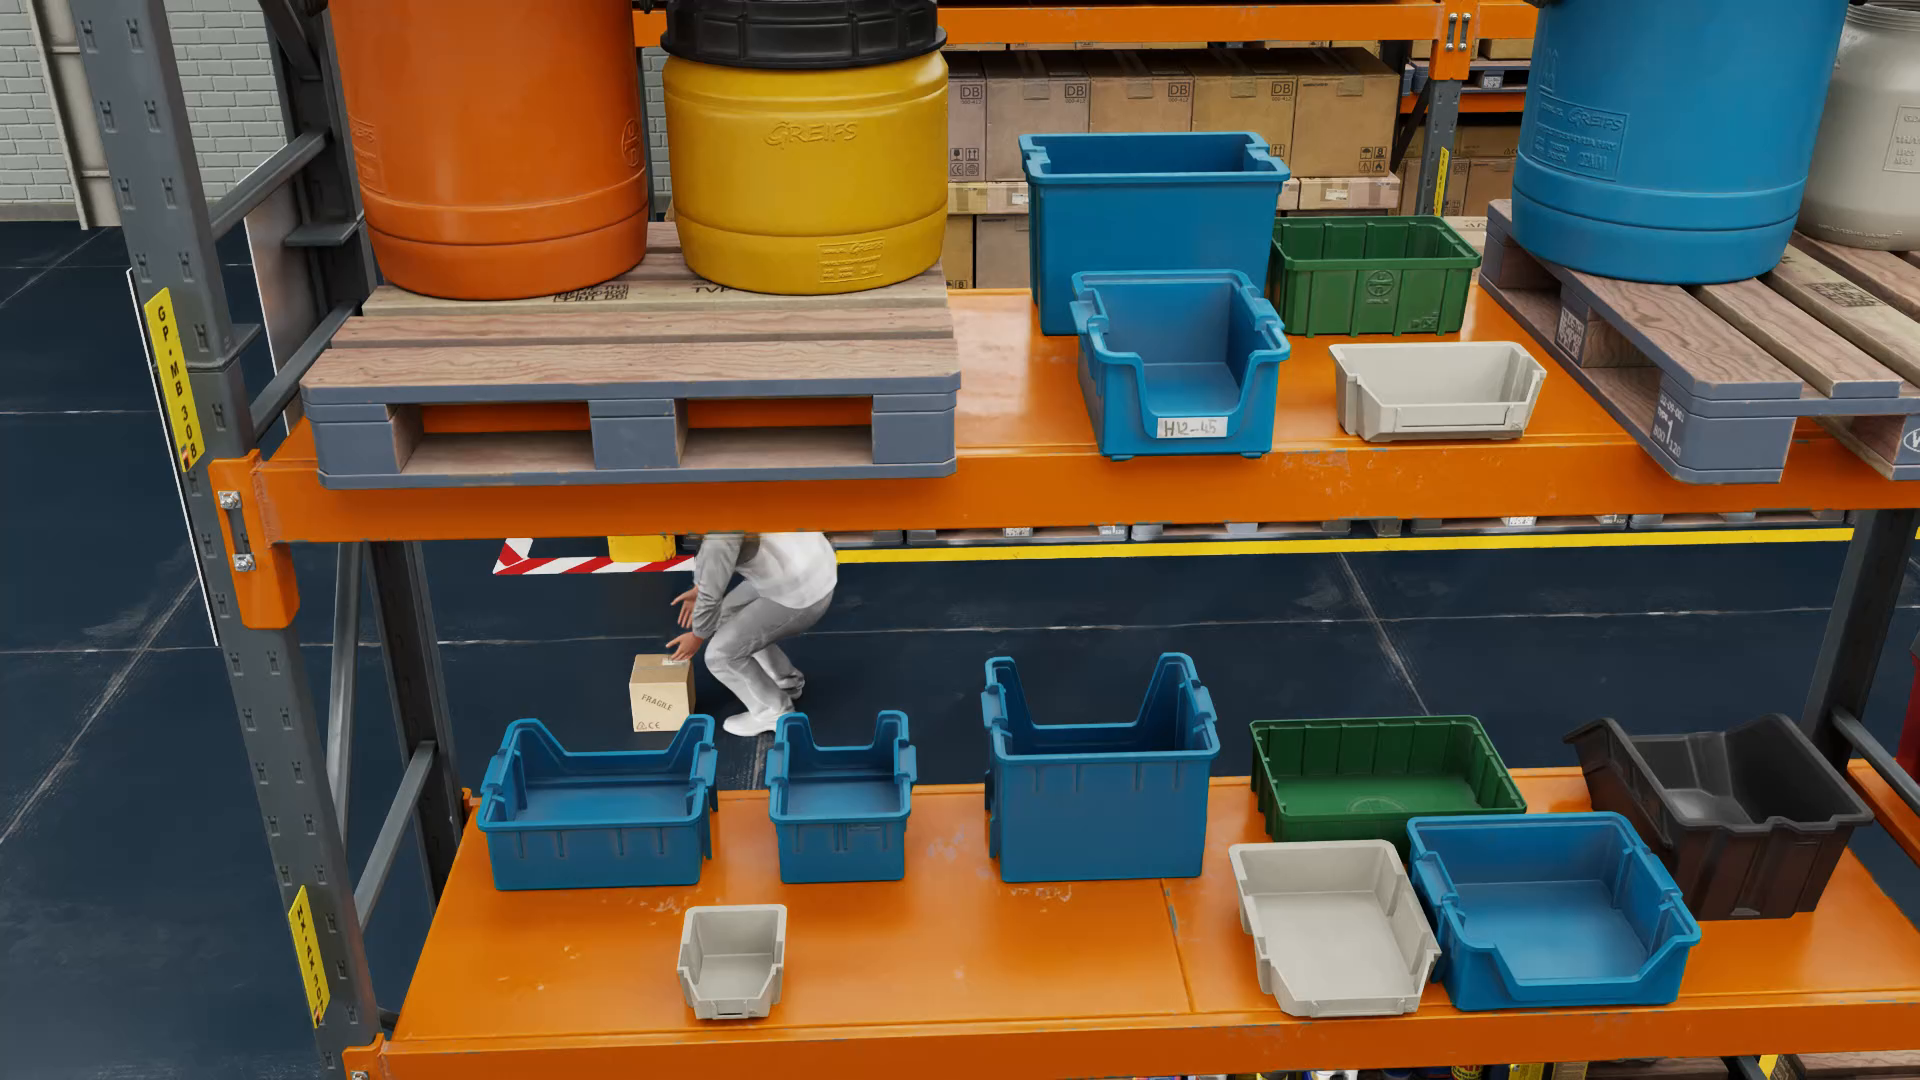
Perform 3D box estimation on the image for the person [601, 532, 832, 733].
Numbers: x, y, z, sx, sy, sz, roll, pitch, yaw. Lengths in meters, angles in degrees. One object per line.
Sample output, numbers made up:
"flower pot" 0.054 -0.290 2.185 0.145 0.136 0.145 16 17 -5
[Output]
"person" -1.050 0.356 7.285 0.996 0.961 0.499 -3 27 -5
